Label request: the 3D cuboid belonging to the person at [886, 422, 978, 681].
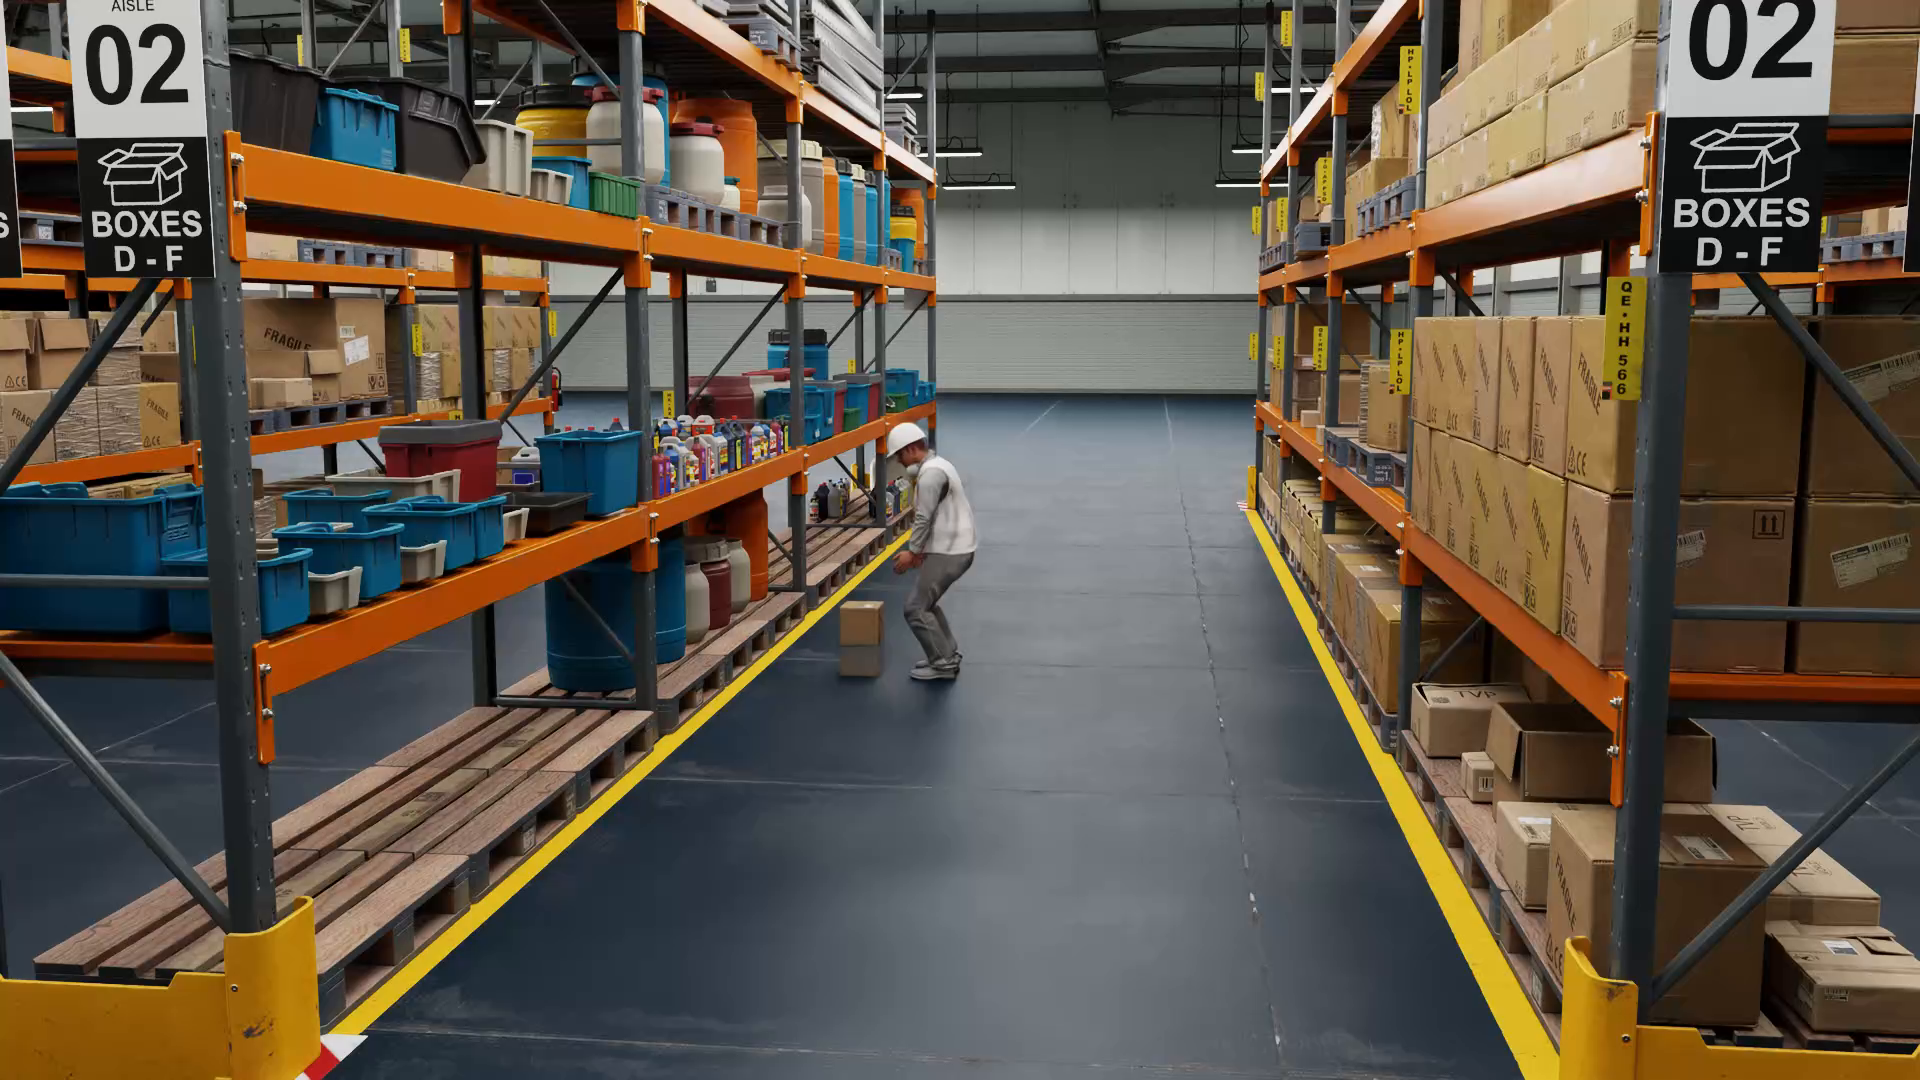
[{"bbox_3d":[-0.184,0.068,10.692,0.581,1.647,0.578,1,8,7],"label":"person"}]
